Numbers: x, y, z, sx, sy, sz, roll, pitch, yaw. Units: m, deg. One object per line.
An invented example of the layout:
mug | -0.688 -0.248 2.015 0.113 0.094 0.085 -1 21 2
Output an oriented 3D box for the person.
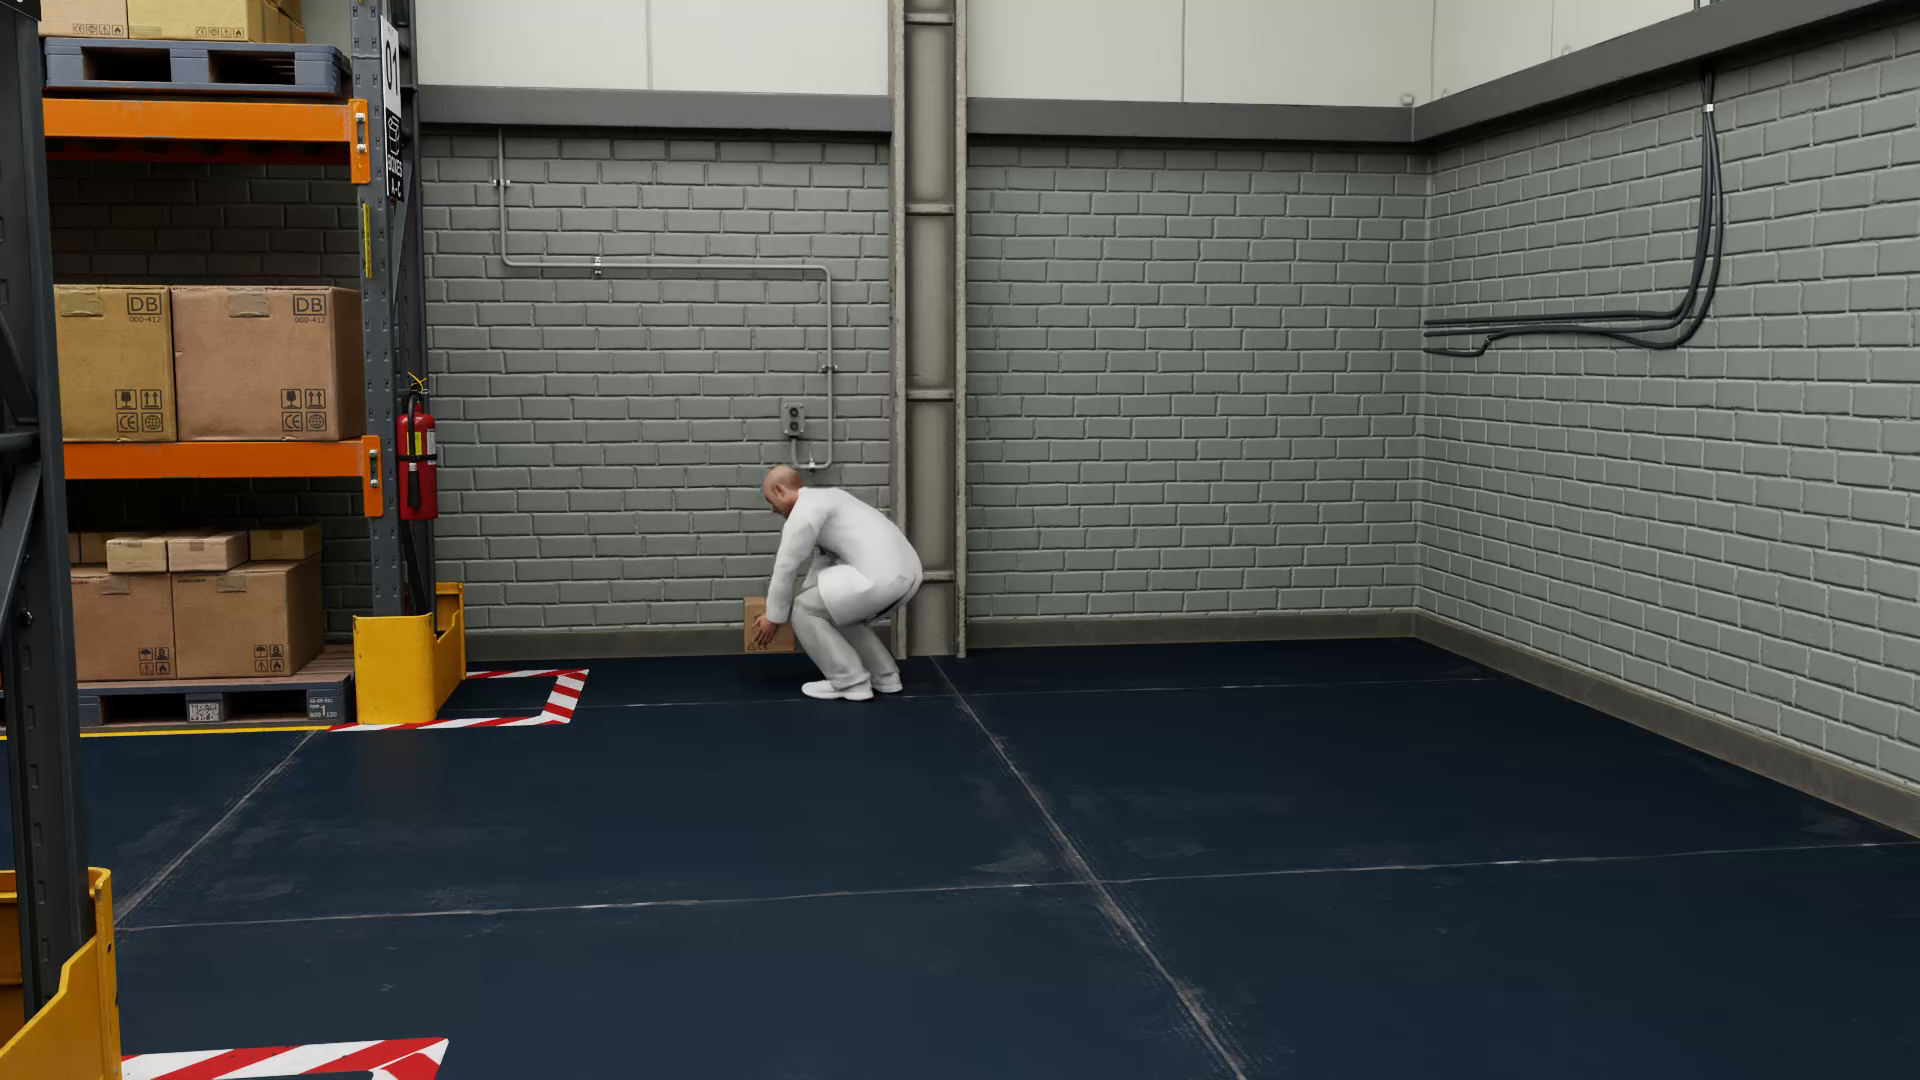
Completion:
person | -0.611 0.206 8.292 0.861 1.145 0.617 3 7 24
